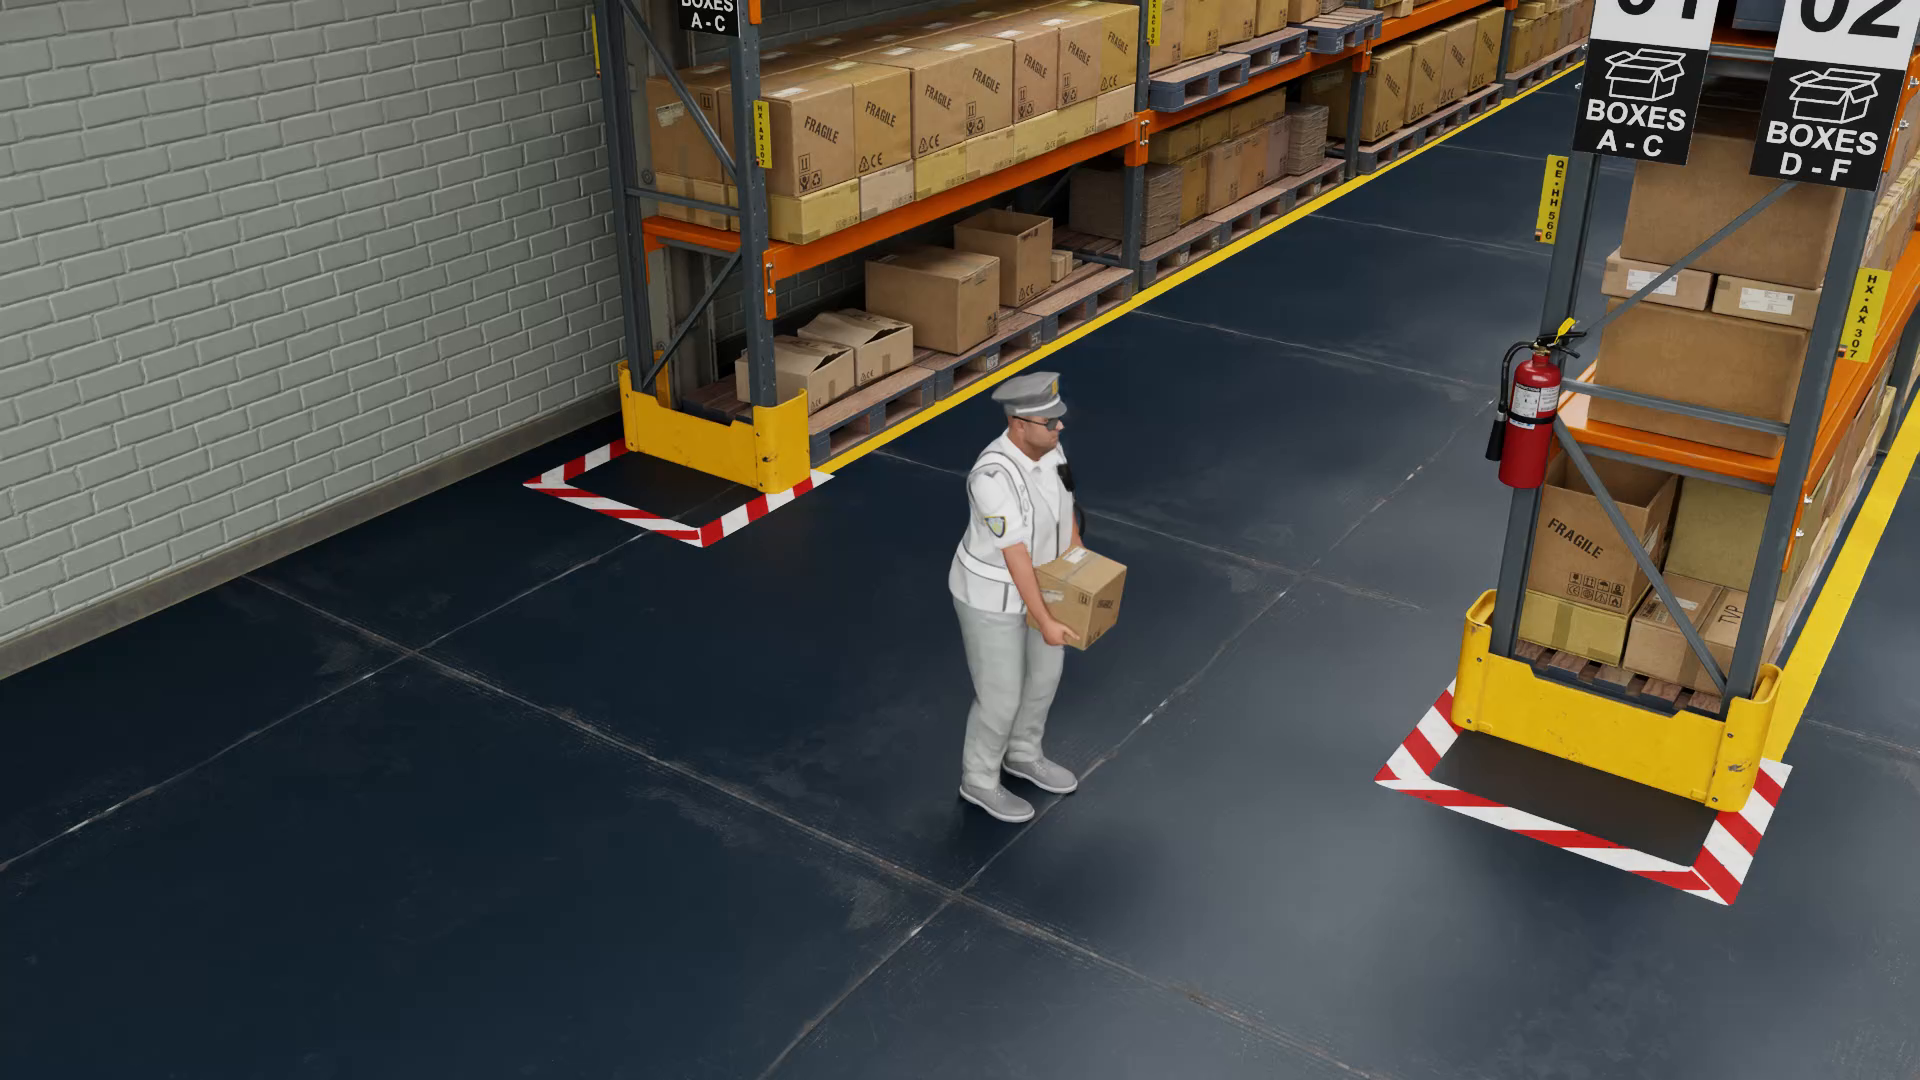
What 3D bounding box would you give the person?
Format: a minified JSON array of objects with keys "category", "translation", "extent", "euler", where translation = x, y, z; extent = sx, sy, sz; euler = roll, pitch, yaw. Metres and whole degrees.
[{"category":"person","translation":[0.267,0.212,6.191],"extent":[0.583,1.758,0.488],"euler":[17,31,30]}]
